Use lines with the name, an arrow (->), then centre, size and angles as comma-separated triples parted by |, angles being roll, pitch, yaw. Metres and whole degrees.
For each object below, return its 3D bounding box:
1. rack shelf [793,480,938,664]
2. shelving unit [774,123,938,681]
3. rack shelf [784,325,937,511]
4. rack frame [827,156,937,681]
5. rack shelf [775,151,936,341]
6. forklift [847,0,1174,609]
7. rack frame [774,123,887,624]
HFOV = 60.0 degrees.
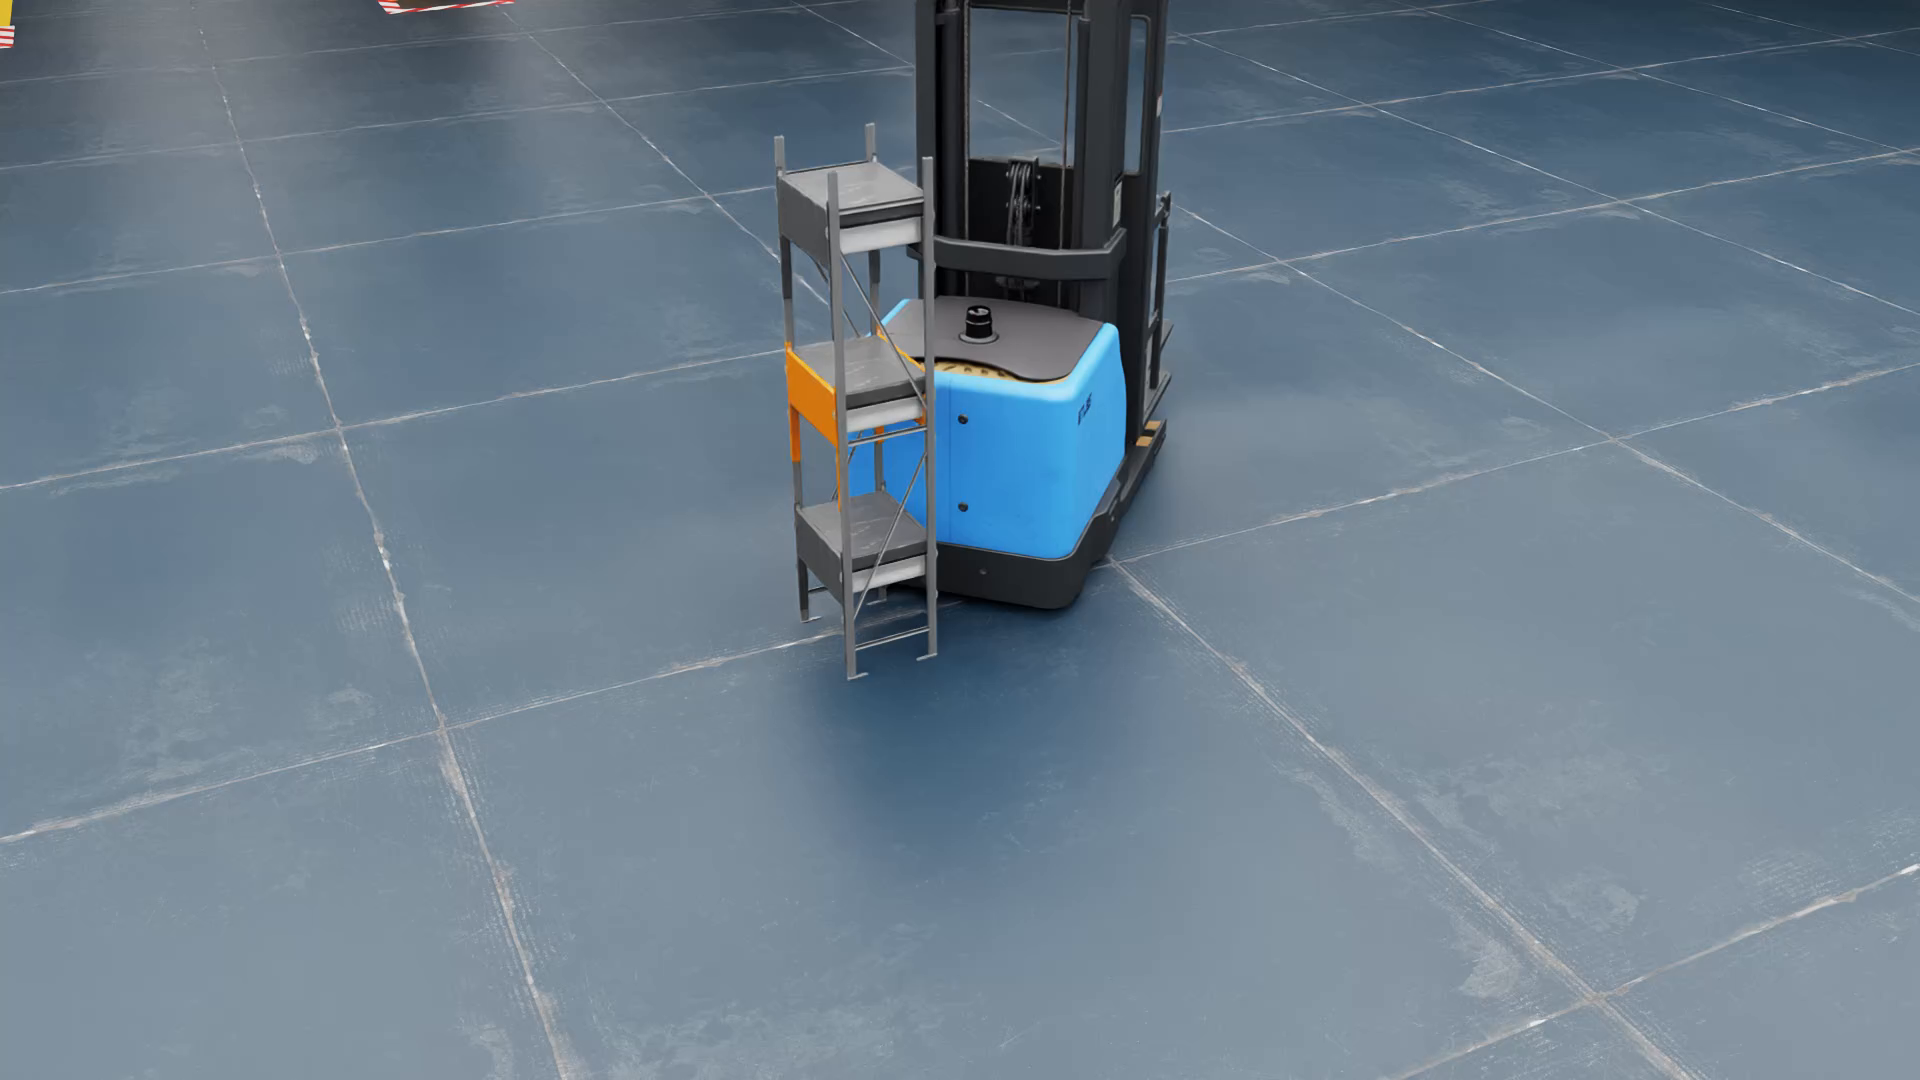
rack shelf -> -0.388, 0.126, 6.838 | 0.431, 0.518, 0.480 | -14, 32, -24
shelving unit -> -0.388, -0.497, 6.489 | 0.431, 2.100, 0.503 | -14, 32, -24
rack shelf -> -0.388, -0.485, 6.496 | 0.431, 0.518, 0.480 | -14, 32, -24
rack frame -> -0.276, -0.391, 6.300 | 0.400, 2.100, 0.015 | -14, 32, -24
rack shelf -> -0.388, -1.095, 6.154 | 0.431, 0.518, 0.480 | -14, 32, -24
forklift -> 0.427, -1.691, 7.770 | 1.130, 2.935, 3.031 | 9, 31, 16
rack frame -> -0.501, -0.603, 6.678 | 0.400, 2.100, 0.015 | -14, 32, -24
